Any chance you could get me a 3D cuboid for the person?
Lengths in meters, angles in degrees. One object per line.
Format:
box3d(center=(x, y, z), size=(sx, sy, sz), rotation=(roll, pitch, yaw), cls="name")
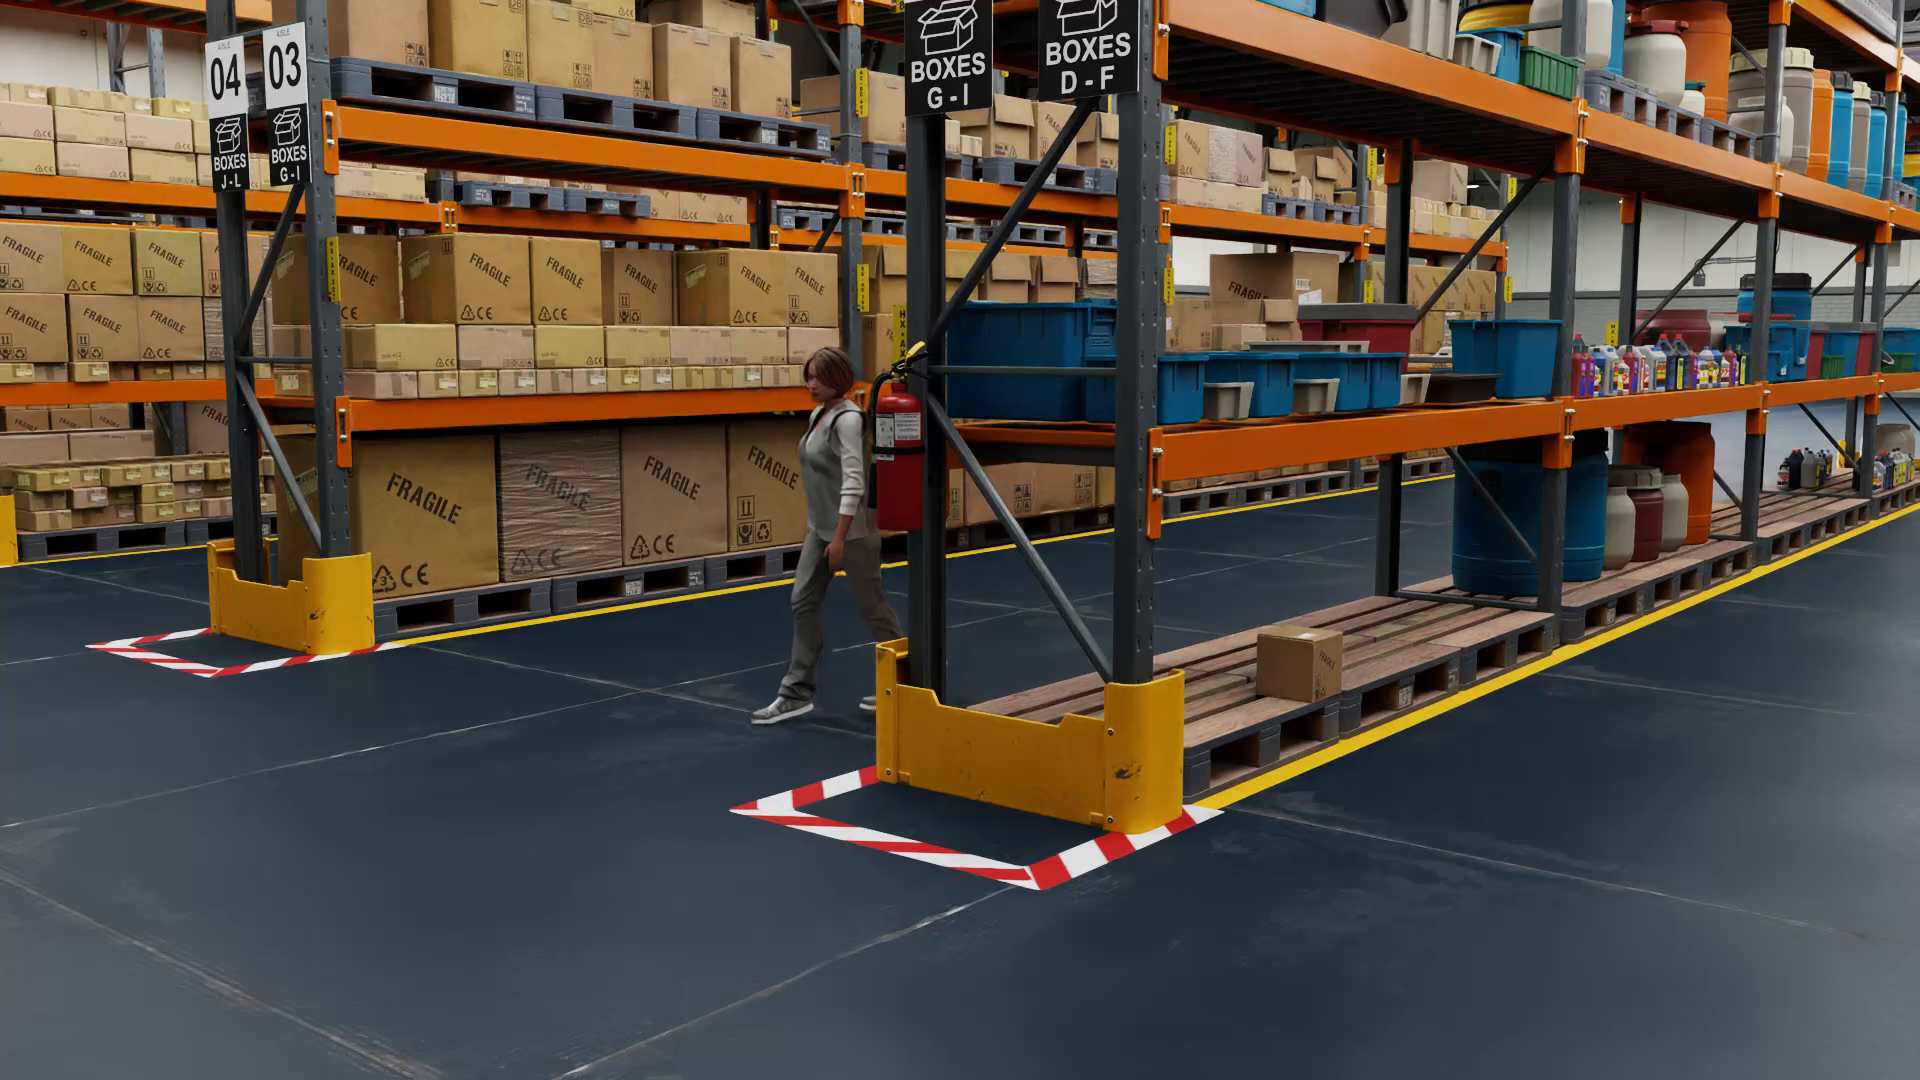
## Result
box3d(center=(-0.490, -0.014, 7.011), size=(0.722, 1.594, 0.466), rotation=(-4, 8, -30), cls="person")
